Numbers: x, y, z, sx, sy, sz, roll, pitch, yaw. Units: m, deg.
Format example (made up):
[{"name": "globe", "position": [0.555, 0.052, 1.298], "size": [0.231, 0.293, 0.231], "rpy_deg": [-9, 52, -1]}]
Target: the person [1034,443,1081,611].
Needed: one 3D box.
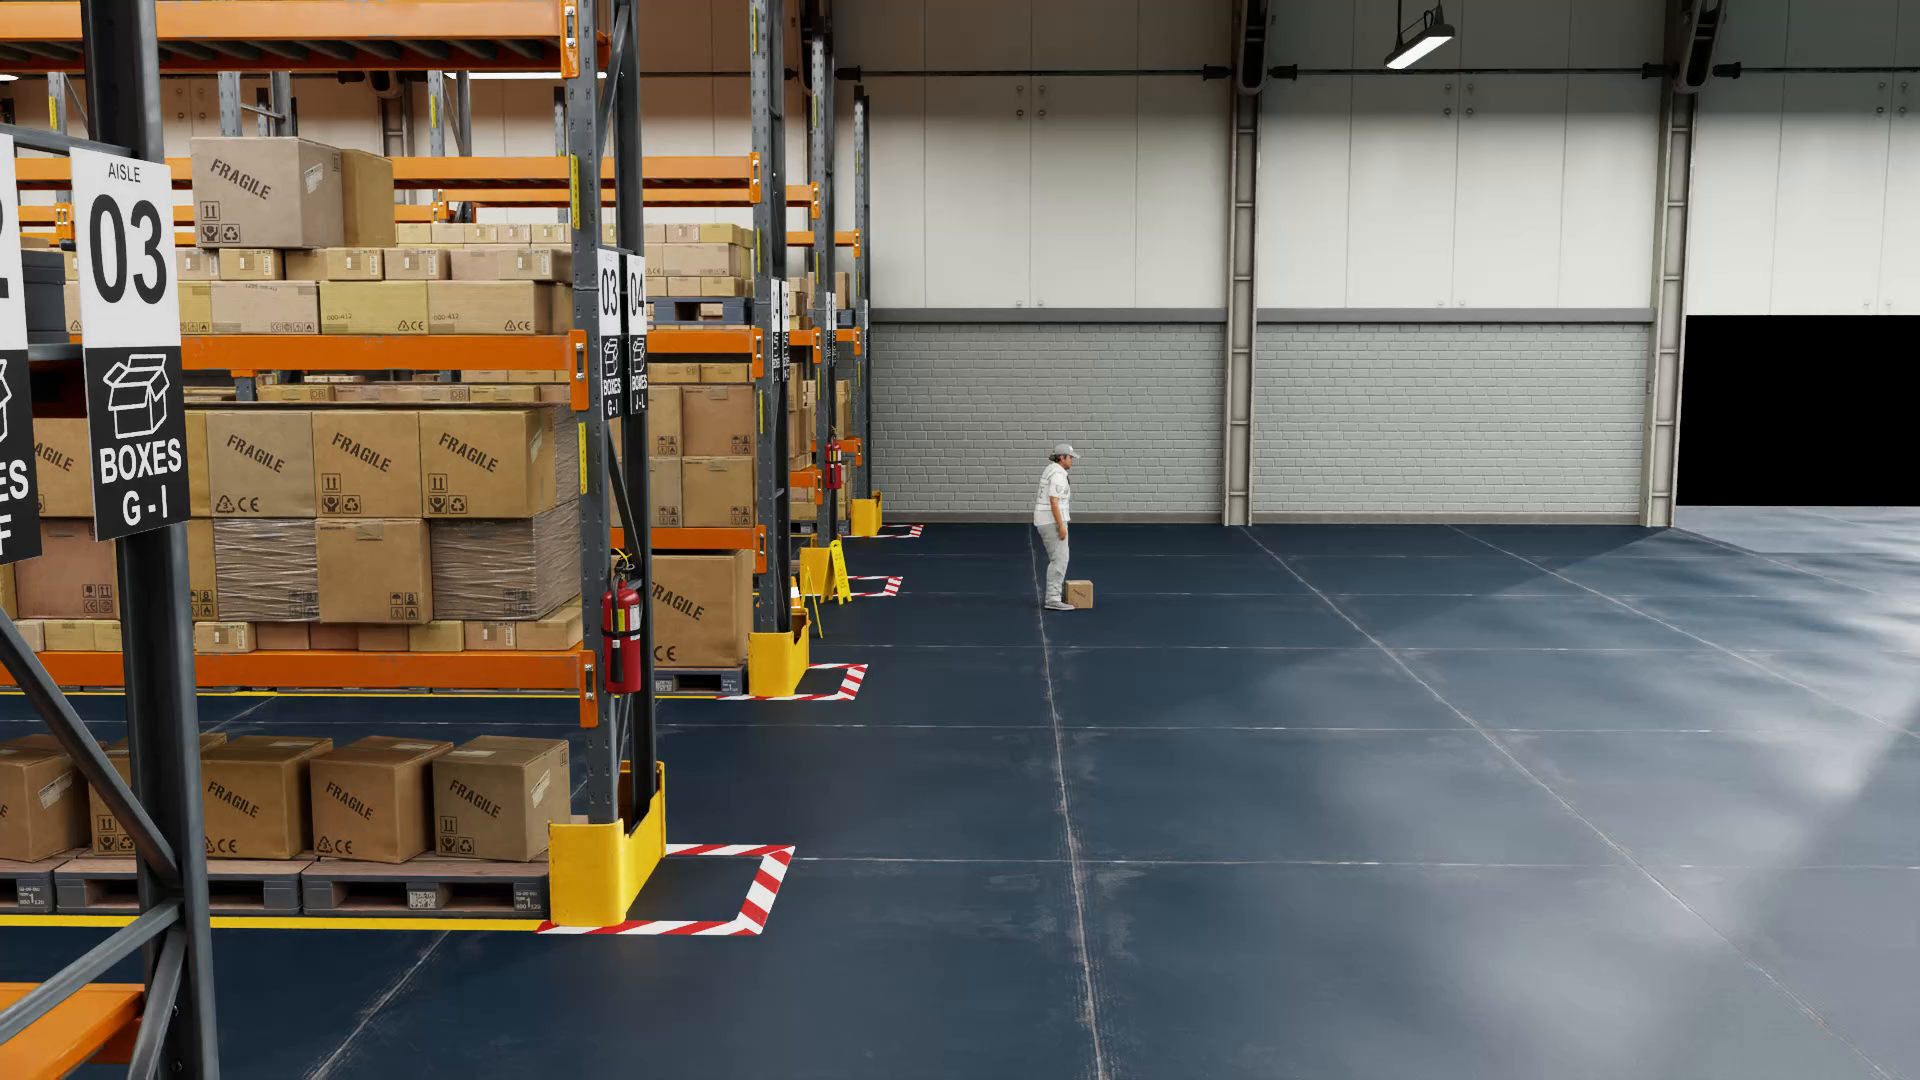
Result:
[{"name": "person", "position": [0.994, -0.147, 16.892], "size": [0.465, 1.667, 0.559], "rpy_deg": [0, 7, -1]}]
